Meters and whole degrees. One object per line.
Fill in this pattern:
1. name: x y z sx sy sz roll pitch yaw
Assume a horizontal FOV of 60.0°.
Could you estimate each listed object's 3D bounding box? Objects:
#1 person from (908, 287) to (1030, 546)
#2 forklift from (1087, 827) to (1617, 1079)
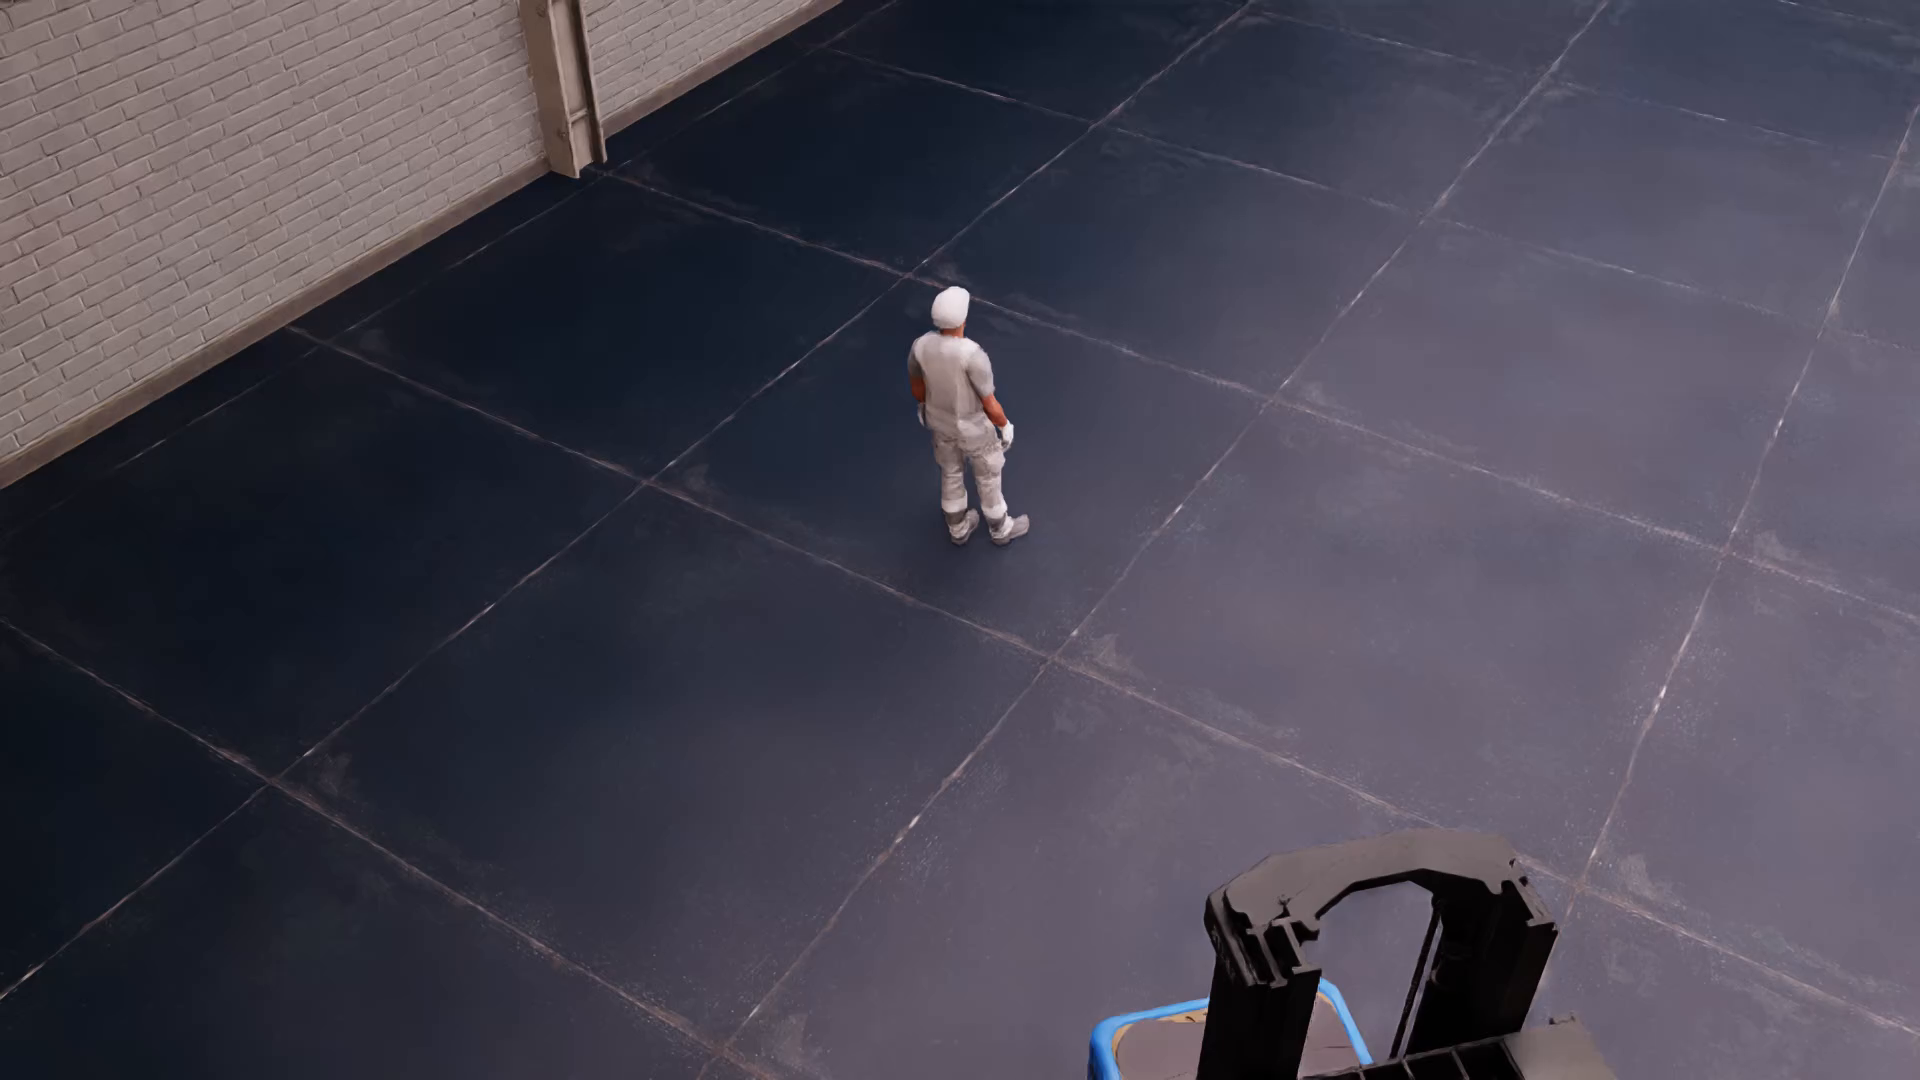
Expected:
1. person: 0.053 -0.728 9.698 0.636 1.787 0.563 22 45 24
2. forklift: 1.316 2.410 5.123 1.130 2.935 3.031 -9 41 -10
